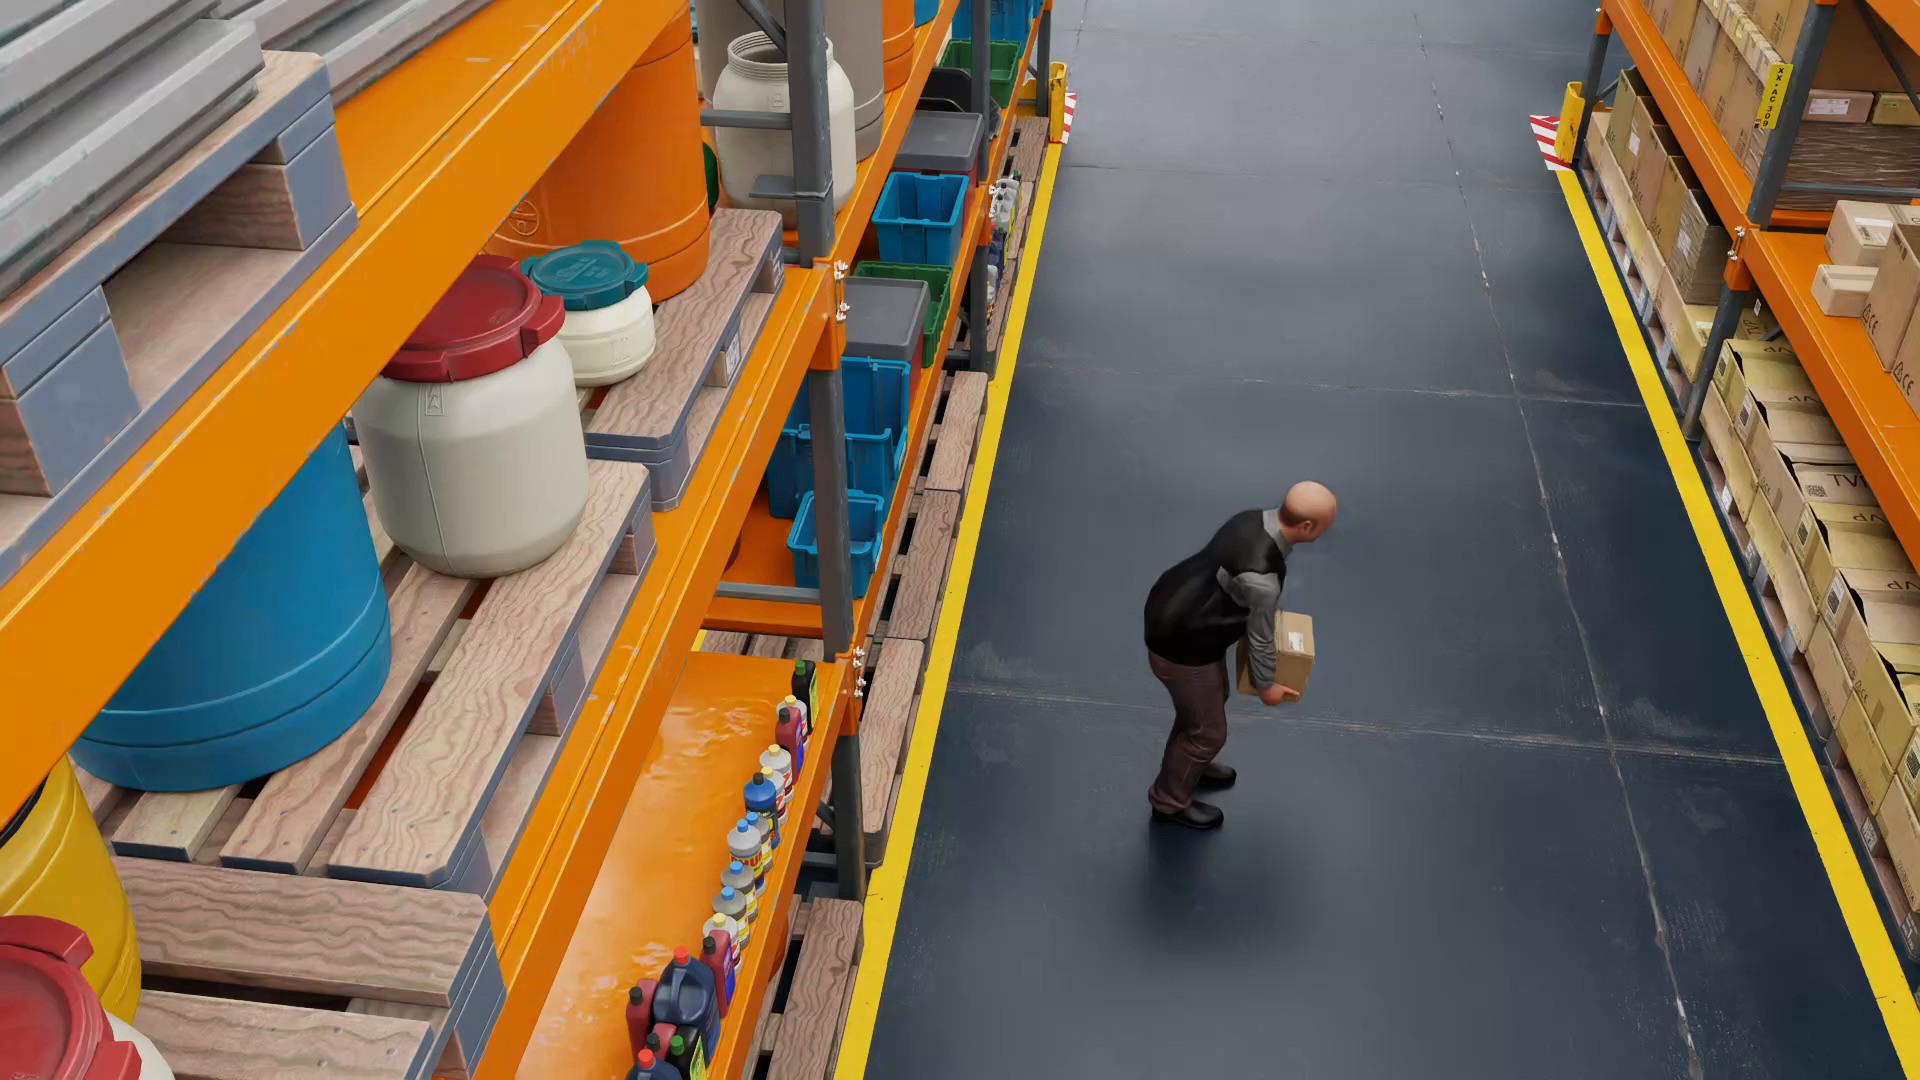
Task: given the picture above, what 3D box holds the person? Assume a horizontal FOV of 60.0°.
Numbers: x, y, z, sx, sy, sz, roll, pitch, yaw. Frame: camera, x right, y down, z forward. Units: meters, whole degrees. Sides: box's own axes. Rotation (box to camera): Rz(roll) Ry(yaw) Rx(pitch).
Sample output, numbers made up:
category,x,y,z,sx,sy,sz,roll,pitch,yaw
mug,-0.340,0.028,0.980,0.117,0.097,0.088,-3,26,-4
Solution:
category,x,y,z,sx,sy,sz,roll,pitch,yaw
person,1.058,0.435,6.582,0.675,1.600,0.470,4,36,5
